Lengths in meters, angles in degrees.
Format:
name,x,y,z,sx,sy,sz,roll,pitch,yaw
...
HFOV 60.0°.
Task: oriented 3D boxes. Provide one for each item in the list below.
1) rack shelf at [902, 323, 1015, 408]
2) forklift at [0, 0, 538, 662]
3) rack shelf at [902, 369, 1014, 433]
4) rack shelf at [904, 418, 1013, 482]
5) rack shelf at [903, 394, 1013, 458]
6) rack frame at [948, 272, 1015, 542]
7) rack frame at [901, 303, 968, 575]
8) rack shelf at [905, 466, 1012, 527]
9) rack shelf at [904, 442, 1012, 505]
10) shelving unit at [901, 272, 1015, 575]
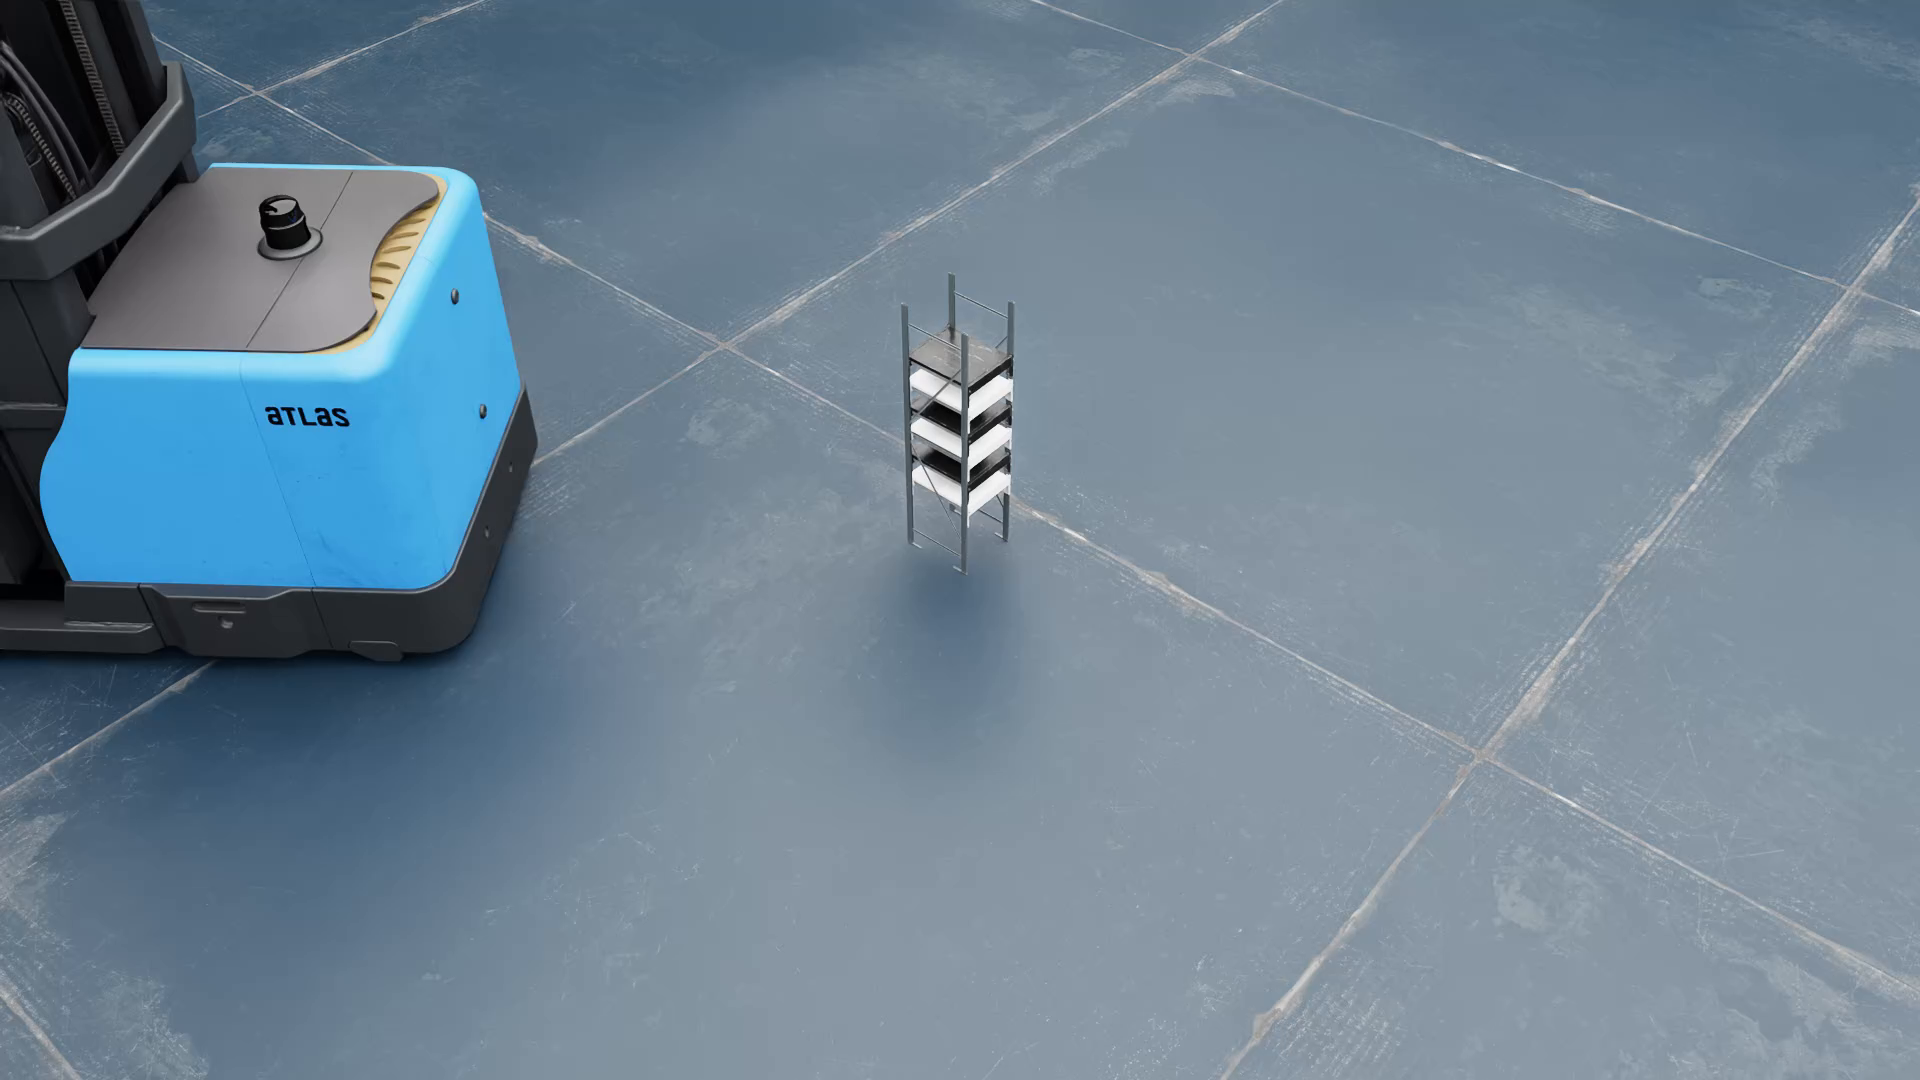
name,x,y,z,sx,sy,sz,roll,pitch,yaw
rack shelf,-0.005,-0.504,4.783,0.258,0.077,0.200,29,50,28
forklift,-2.922,-1.094,4.274,3.031,2.935,1.130,1,42,2
rack shelf,-0.005,-0.437,4.844,0.258,0.077,0.200,29,50,28
rack shelf,-0.005,-0.304,4.965,0.258,0.077,0.200,29,50,28
rack shelf,-0.005,-0.371,4.905,0.258,0.077,0.200,29,50,28
rack frame,0.060,-0.381,5.000,0.240,0.900,0.006,29,50,28
rack frame,-0.071,-0.276,4.885,0.240,0.900,0.006,29,50,28
rack shelf,-0.005,-0.171,5.086,0.258,0.077,0.200,29,50,28
rack shelf,-0.005,-0.238,5.026,0.258,0.077,0.200,29,50,28
shelving unit,-0.005,-0.329,4.943,0.258,0.900,0.210,29,50,28
